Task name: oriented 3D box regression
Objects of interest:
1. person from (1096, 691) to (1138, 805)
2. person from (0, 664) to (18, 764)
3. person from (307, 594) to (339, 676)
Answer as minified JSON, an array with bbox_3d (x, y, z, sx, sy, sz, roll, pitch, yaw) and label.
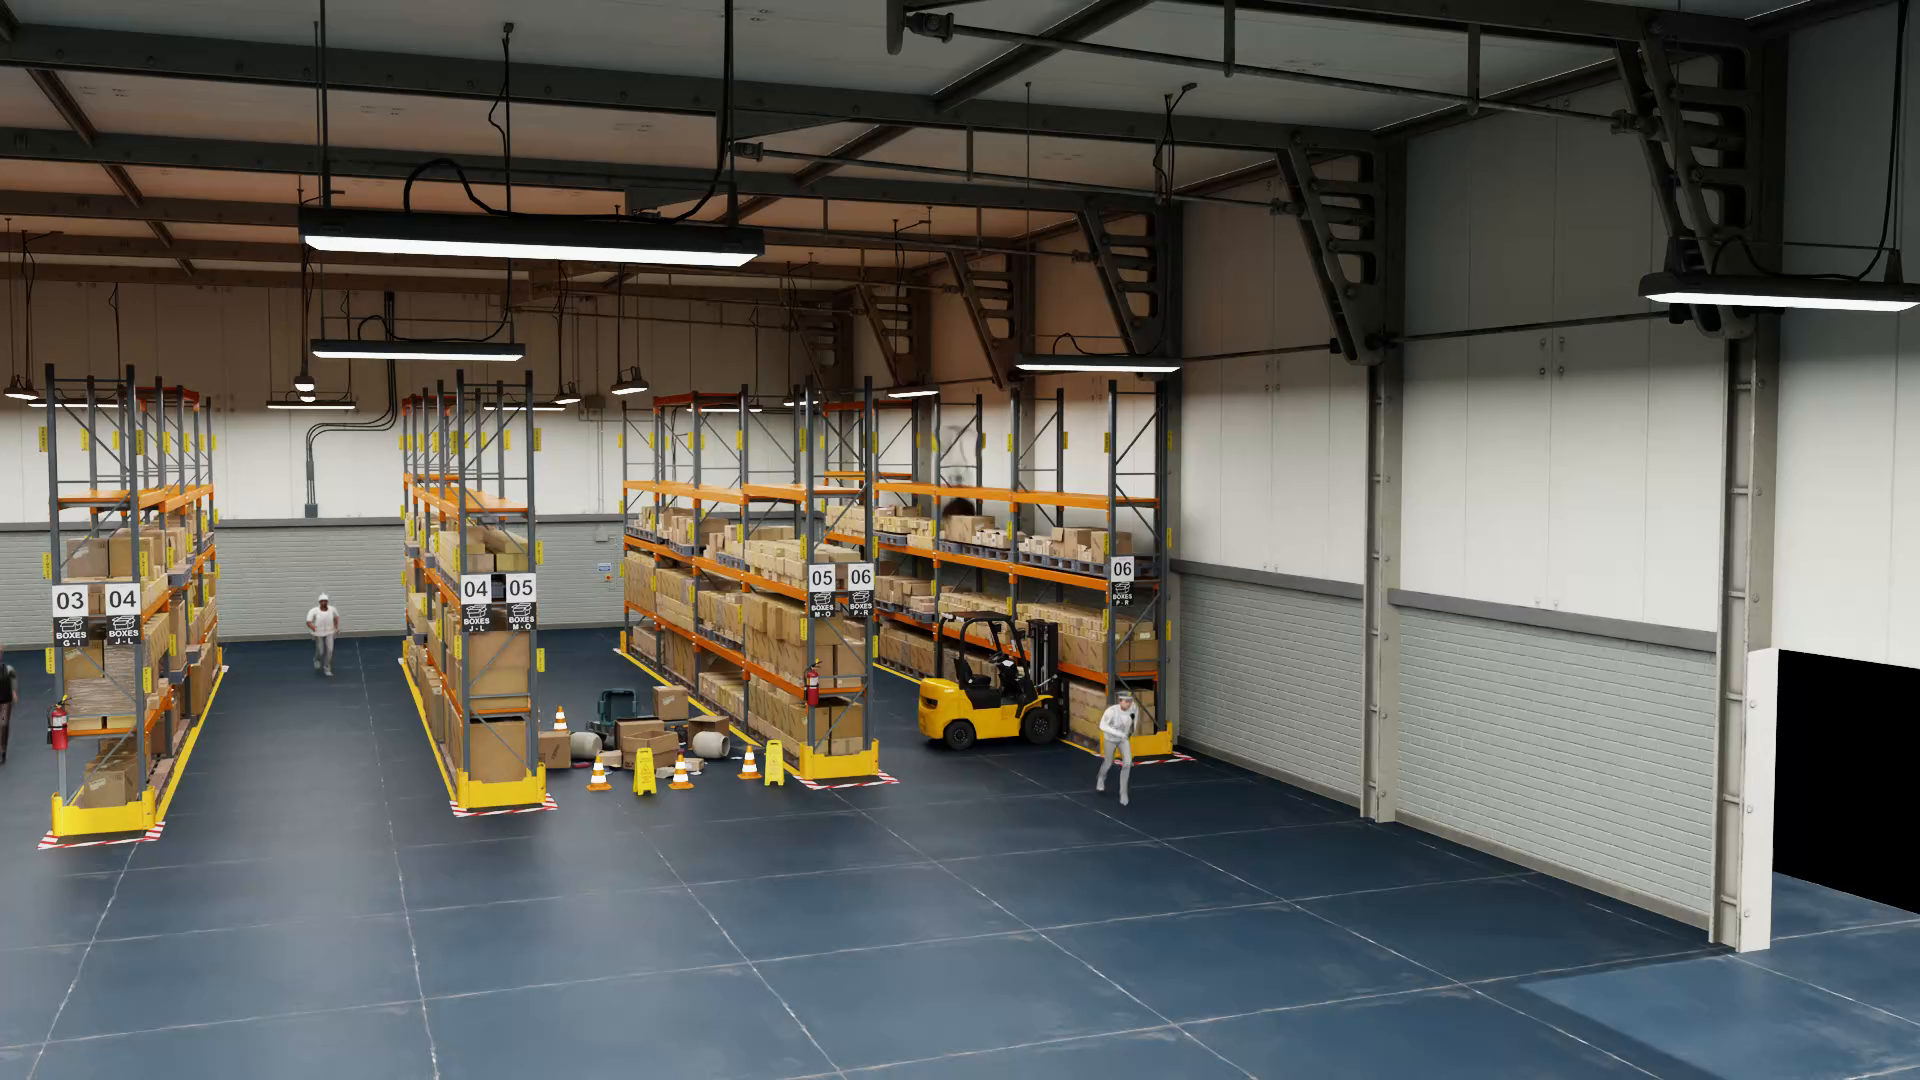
[{"bbox_3d":[2.189,2.873,23.390,0.658,1.623,0.959,-1,4,-21],"label":"person"},{"bbox_3d":[-15.143,2.627,26.104,0.644,1.652,0.948,-2,4,-32],"label":"person"},{"bbox_3d":[-13.748,2.037,35.899,0.687,1.751,0.878,-2,4,-33],"label":"person"}]
